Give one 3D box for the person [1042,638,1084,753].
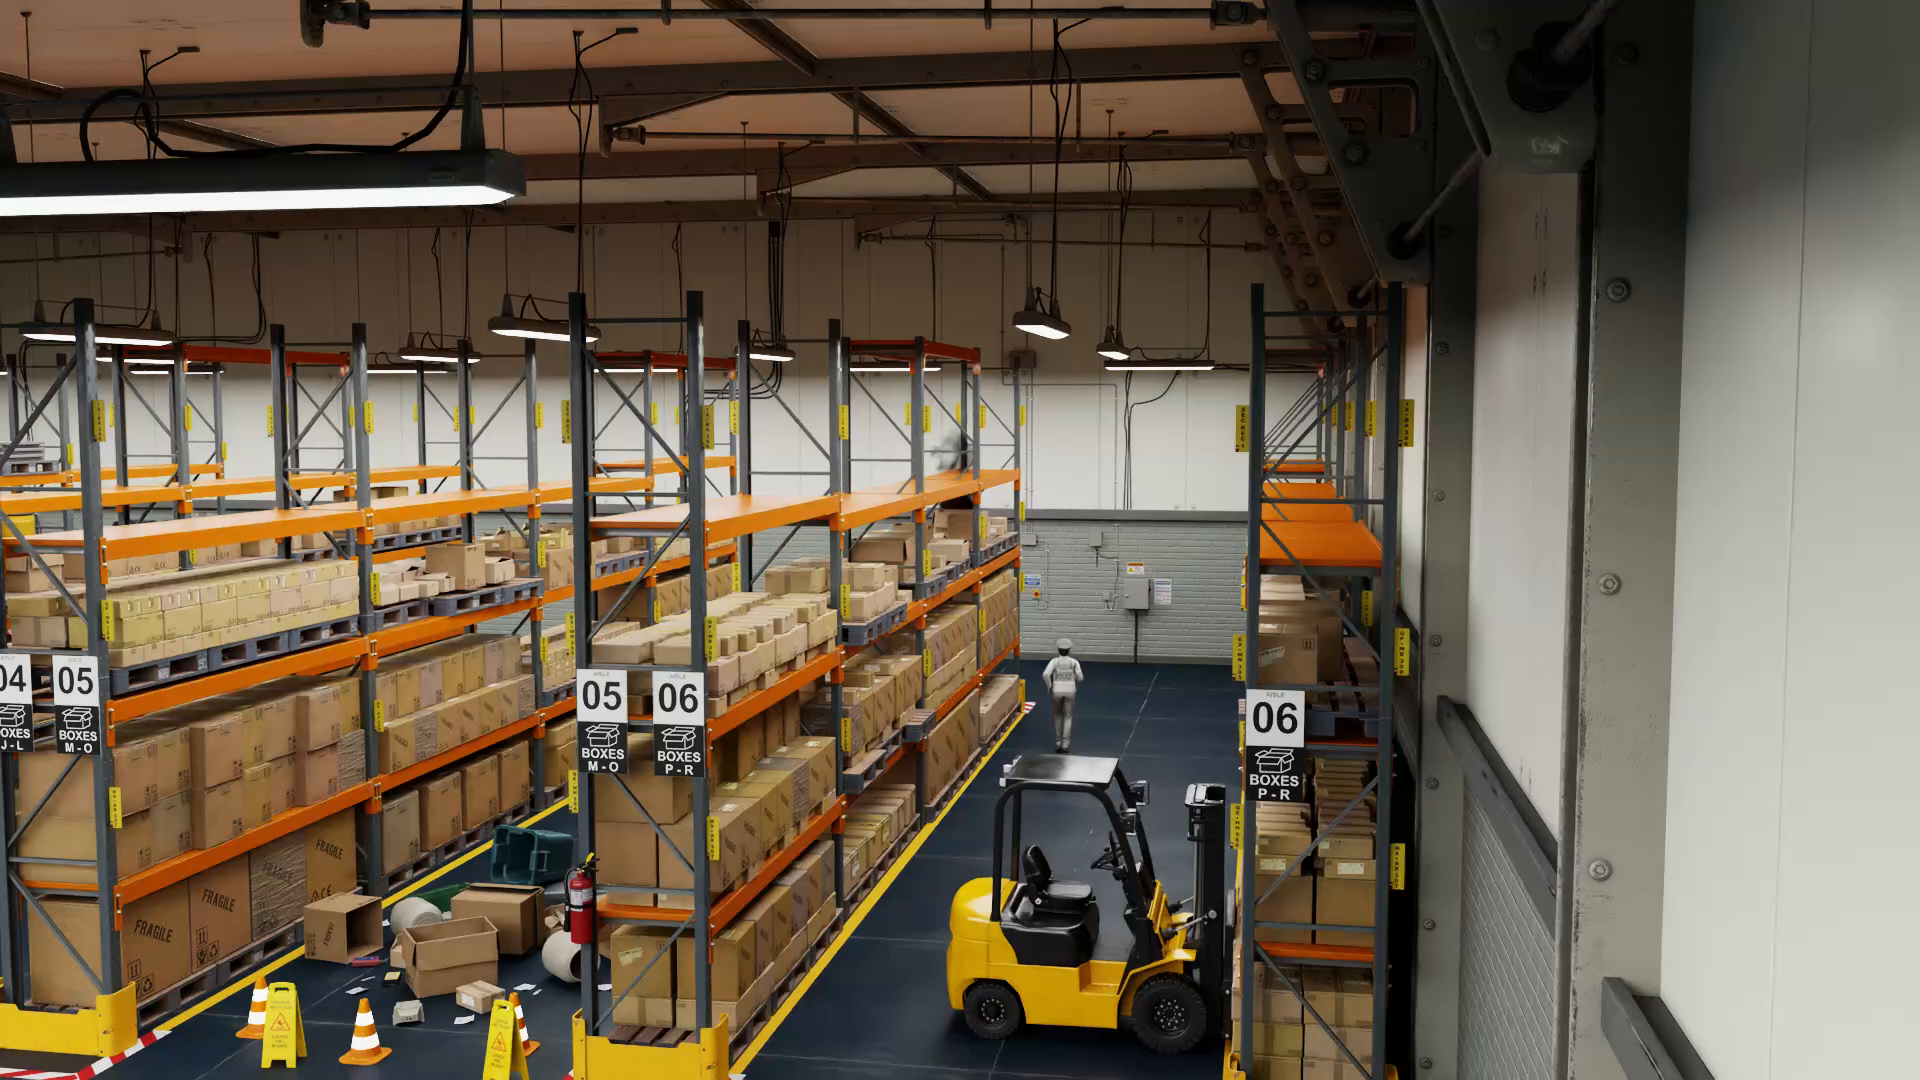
[{"bbox_3d":[1.533,2.326,24.645,0.602,1.729,0.812,1,5,6],"label":"person"}]
